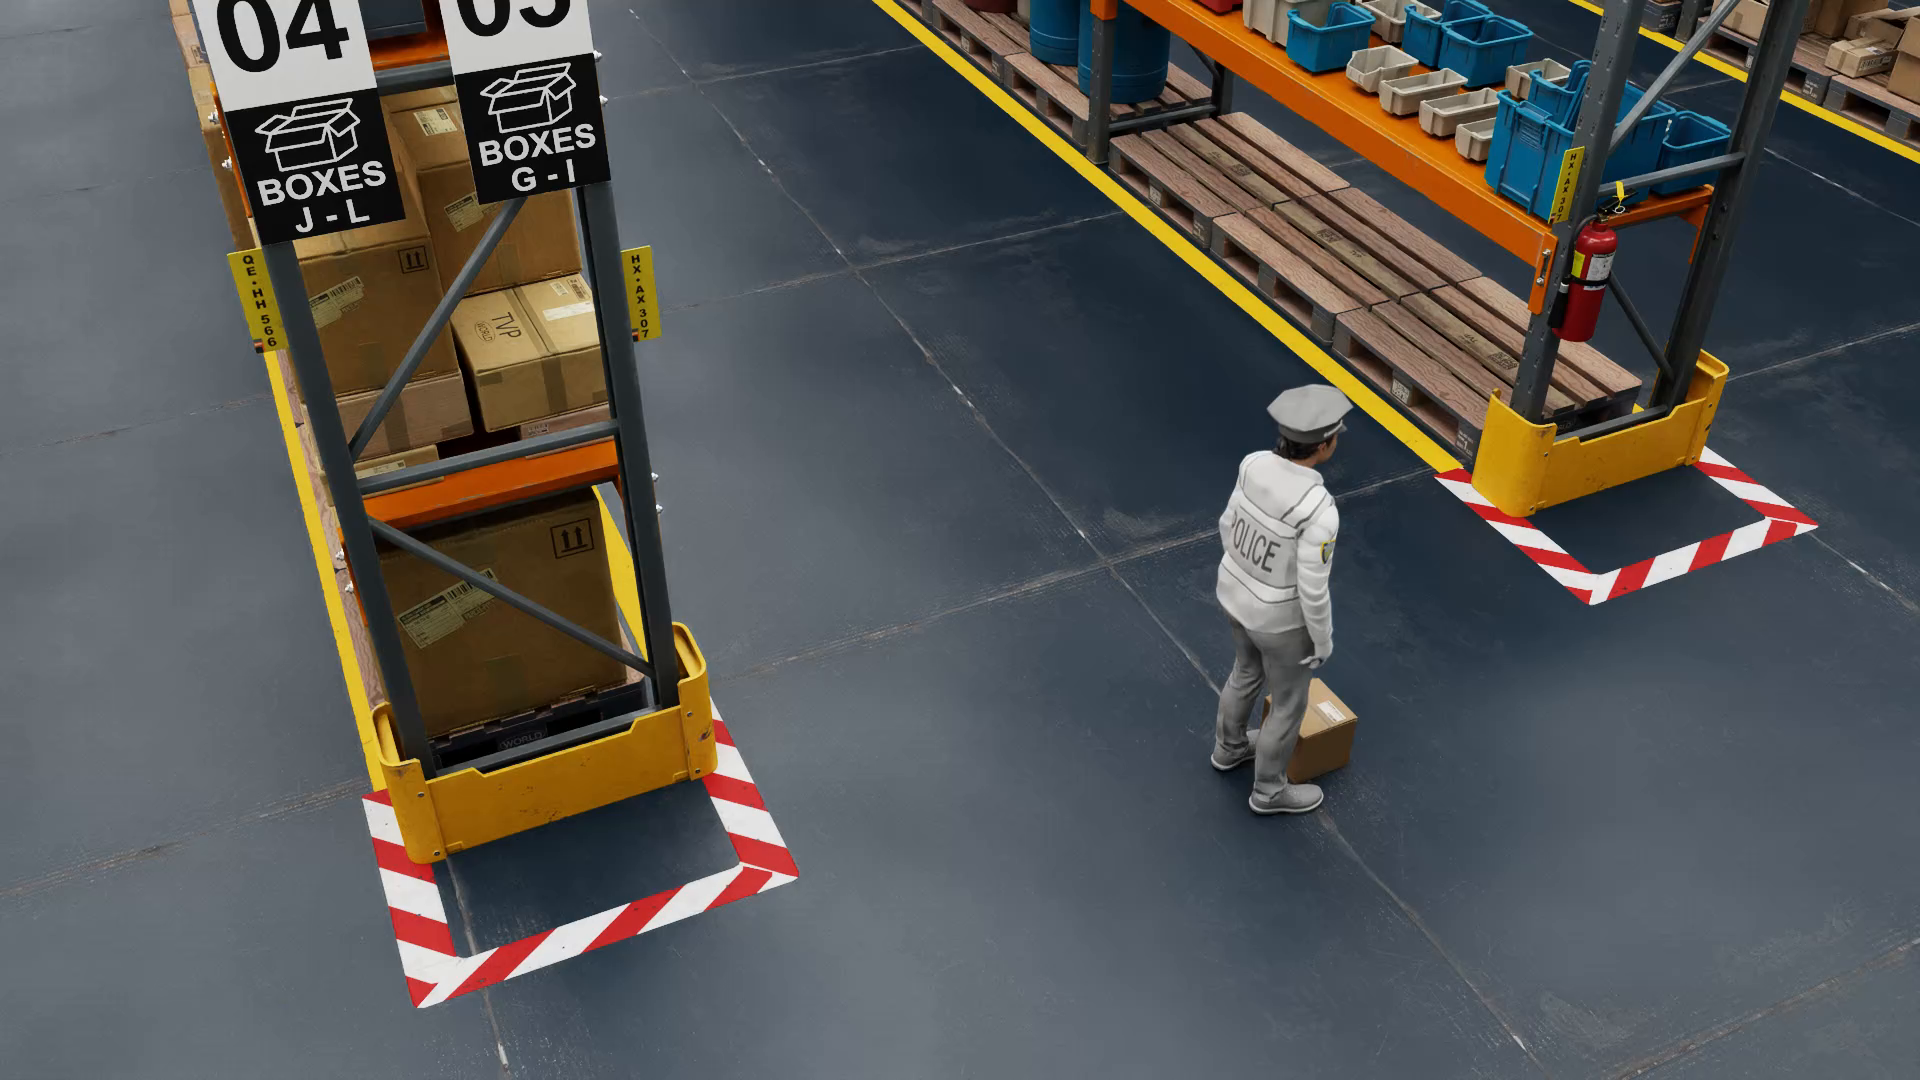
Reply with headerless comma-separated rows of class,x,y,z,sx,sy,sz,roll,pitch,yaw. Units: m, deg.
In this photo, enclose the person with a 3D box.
person,1.103,0.233,5.843,0.365,1.664,0.546,-18,41,-22
